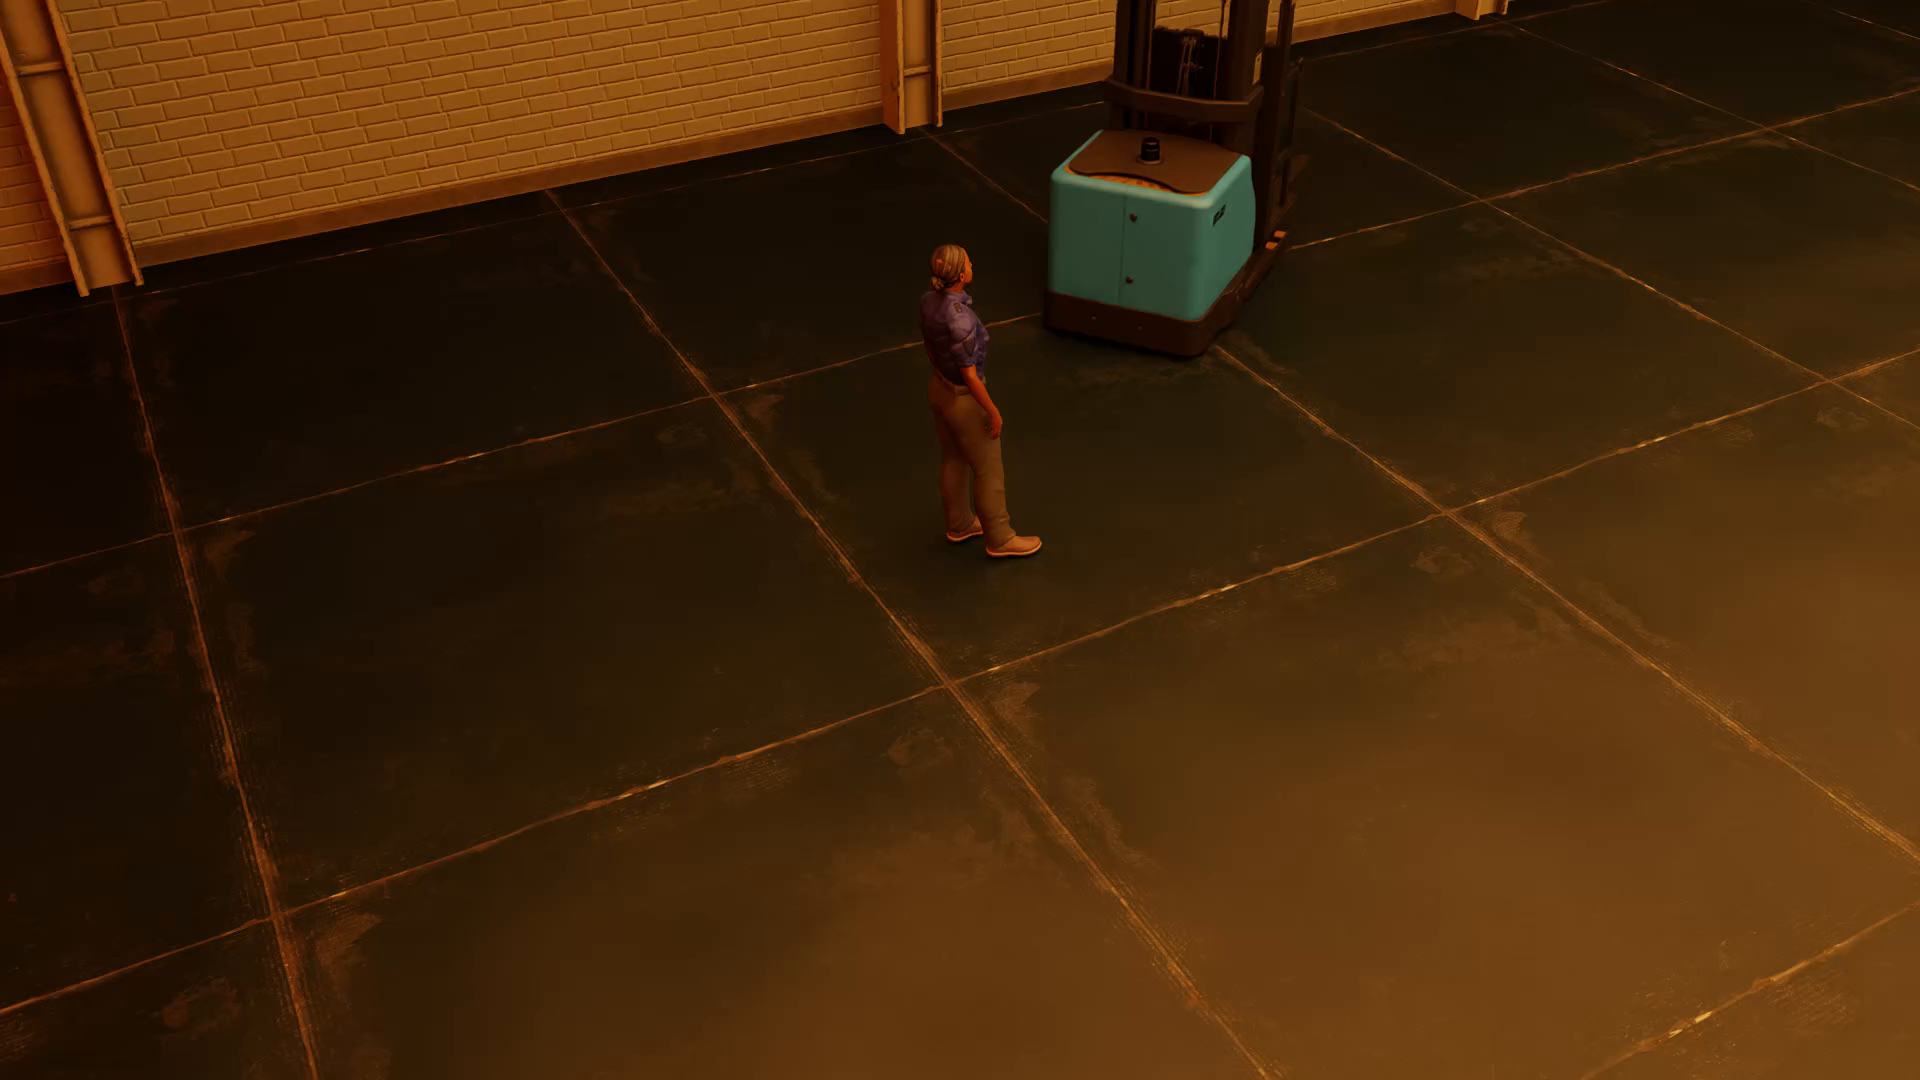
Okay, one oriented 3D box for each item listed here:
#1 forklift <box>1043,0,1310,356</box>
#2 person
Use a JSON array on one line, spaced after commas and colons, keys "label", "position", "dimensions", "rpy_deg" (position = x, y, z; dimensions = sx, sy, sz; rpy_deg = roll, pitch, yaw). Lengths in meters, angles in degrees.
[{"label": "forklift", "position": [1.621, -3.154, 10.585], "dimensions": [1.130, 2.935, 3.031], "rpy_deg": [16, 38, 21]}, {"label": "person", "position": [0.087, -0.695, 8.200], "dimensions": [0.503, 1.656, 0.569], "rpy_deg": [-17, 39, -23]}]
